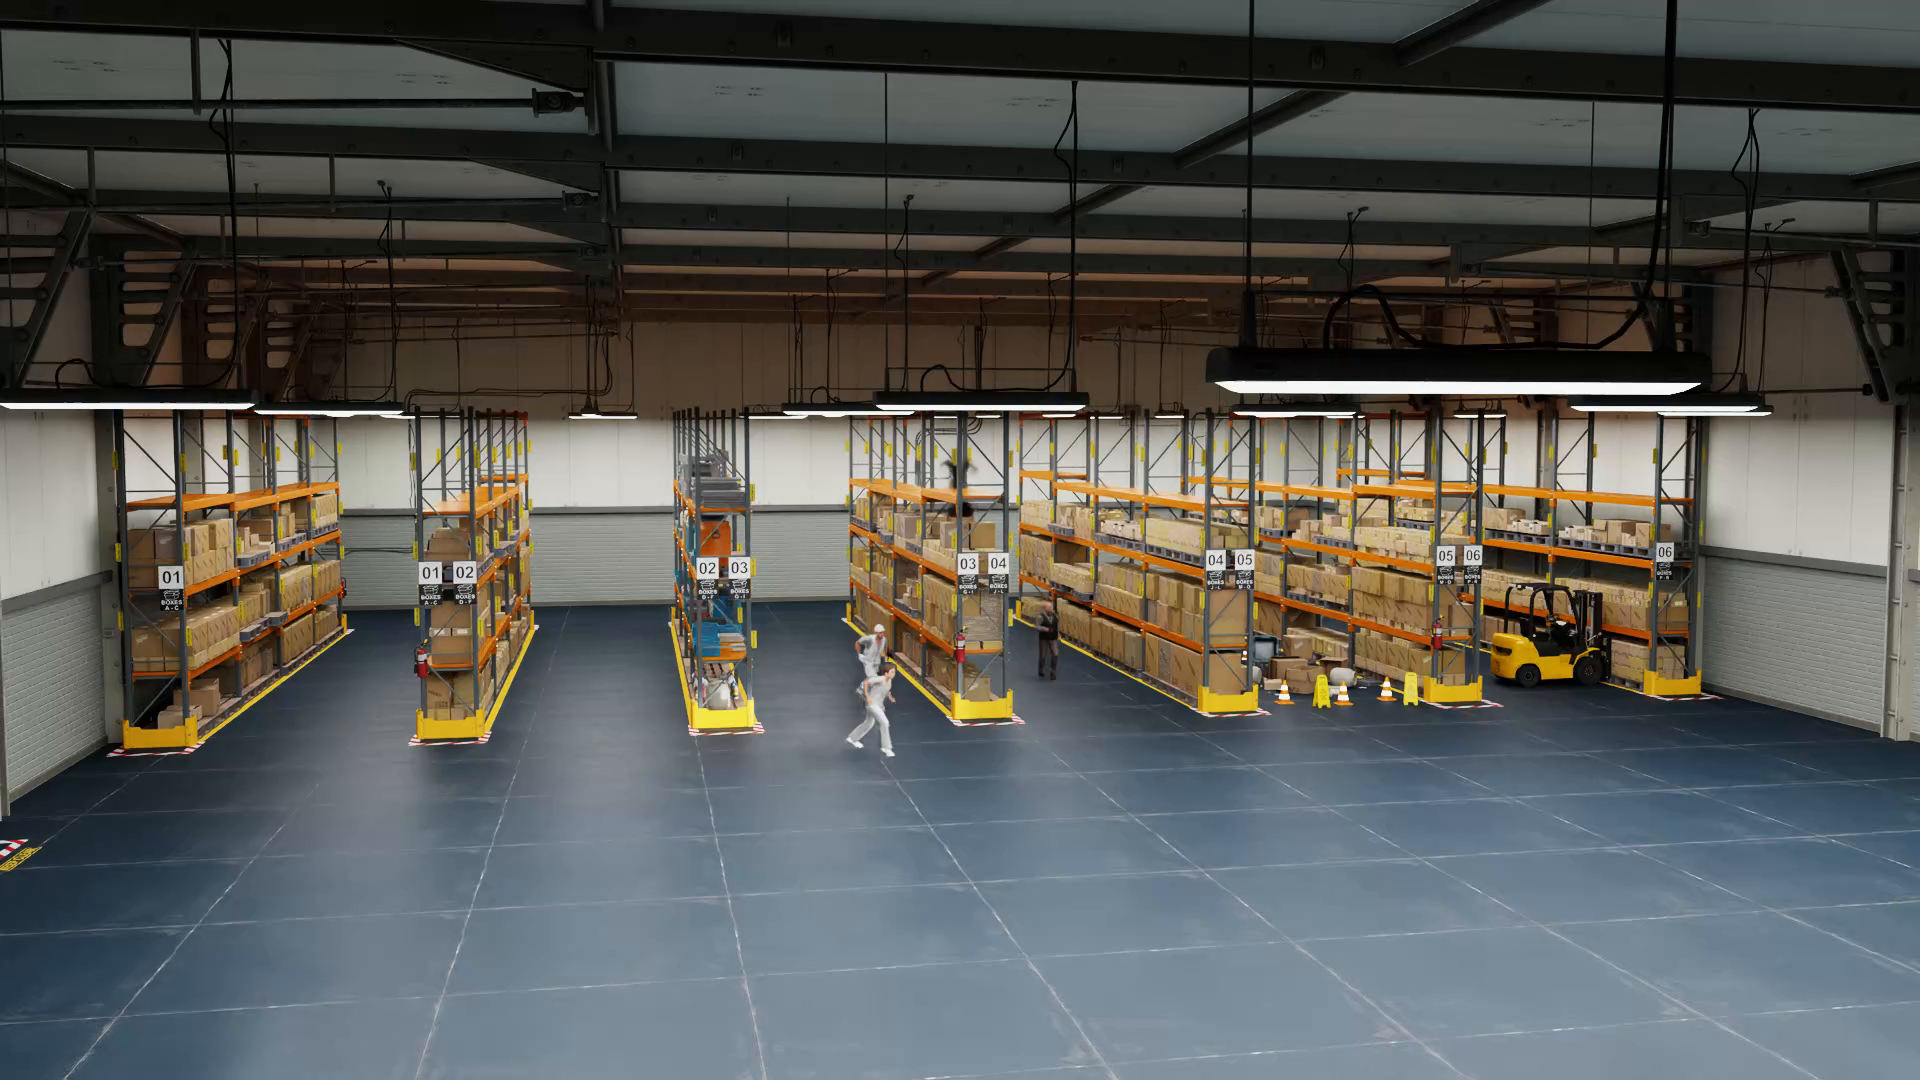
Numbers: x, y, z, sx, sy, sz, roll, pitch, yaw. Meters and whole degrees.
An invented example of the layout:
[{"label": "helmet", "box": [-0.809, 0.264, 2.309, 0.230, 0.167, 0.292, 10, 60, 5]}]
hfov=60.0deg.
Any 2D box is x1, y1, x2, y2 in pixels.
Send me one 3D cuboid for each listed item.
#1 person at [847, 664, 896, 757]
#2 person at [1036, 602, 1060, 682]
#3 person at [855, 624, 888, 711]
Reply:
[{"label": "person", "box": [-1.537, 2.916, 28.622, 0.969, 1.627, 0.606, 2, 5, 30]}, {"label": "person", "box": [1.954, 2.252, 36.806, 0.634, 1.774, 0.829, -1, 4, -16]}, {"label": "person", "box": [-1.818, 2.521, 33.303, 0.702, 1.737, 1.047, -3, 5, -33]}]
